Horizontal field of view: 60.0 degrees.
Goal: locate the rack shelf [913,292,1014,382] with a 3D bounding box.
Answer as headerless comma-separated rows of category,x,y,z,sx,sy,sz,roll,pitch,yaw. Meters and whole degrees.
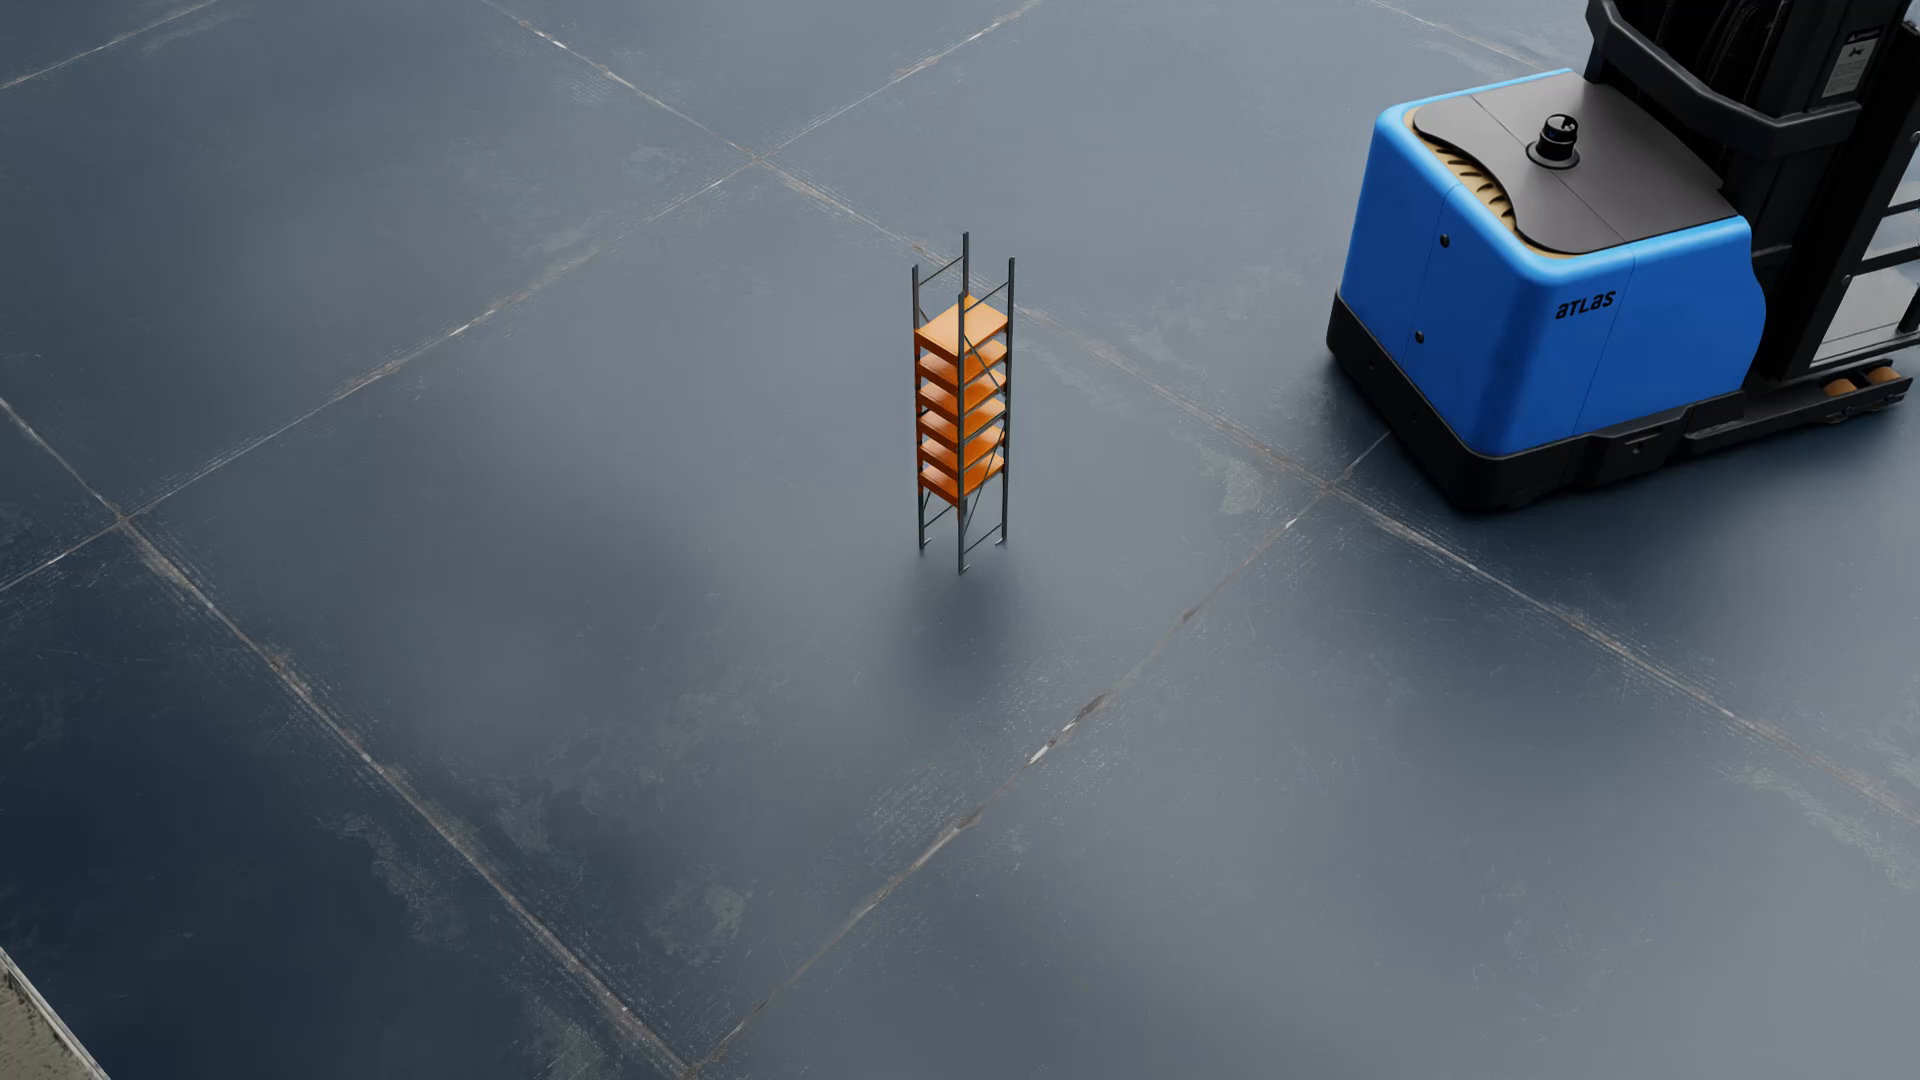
rack shelf,0.011,-0.620,5.067,0.180,0.103,0.258,34,55,28

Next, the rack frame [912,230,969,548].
rack frame,-0.057,-0.449,5.339,0.006,1.200,0.240,34,55,28

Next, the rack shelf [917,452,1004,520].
rack shelf,0.011,-0.209,5.504,0.180,0.103,0.258,34,55,28

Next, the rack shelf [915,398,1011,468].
rack shelf,0.011,-0.373,5.329,0.180,0.103,0.258,34,55,28

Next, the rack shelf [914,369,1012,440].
rack shelf,0.011,-0.455,5.242,0.180,0.103,0.258,34,55,28

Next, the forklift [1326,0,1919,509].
forklift,2.970,-1.781,5.402,3.031,2.935,1.130,-15,49,-14

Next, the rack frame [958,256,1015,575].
rack frame,0.078,-0.358,5.254,0.006,1.200,0.240,34,55,28

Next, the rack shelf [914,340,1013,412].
rack shelf,0.011,-0.537,5.154,0.180,0.103,0.258,34,55,28

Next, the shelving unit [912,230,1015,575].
shelving unit,0.011,-0.404,5.297,0.189,1.200,0.258,34,55,28

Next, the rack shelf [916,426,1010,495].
rack shelf,0.011,-0.291,5.417,0.180,0.103,0.258,34,55,28

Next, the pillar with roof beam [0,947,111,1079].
pillar with roof beam,1.402,-3.337,2.702,0.400,9.000,9.100,34,55,28
